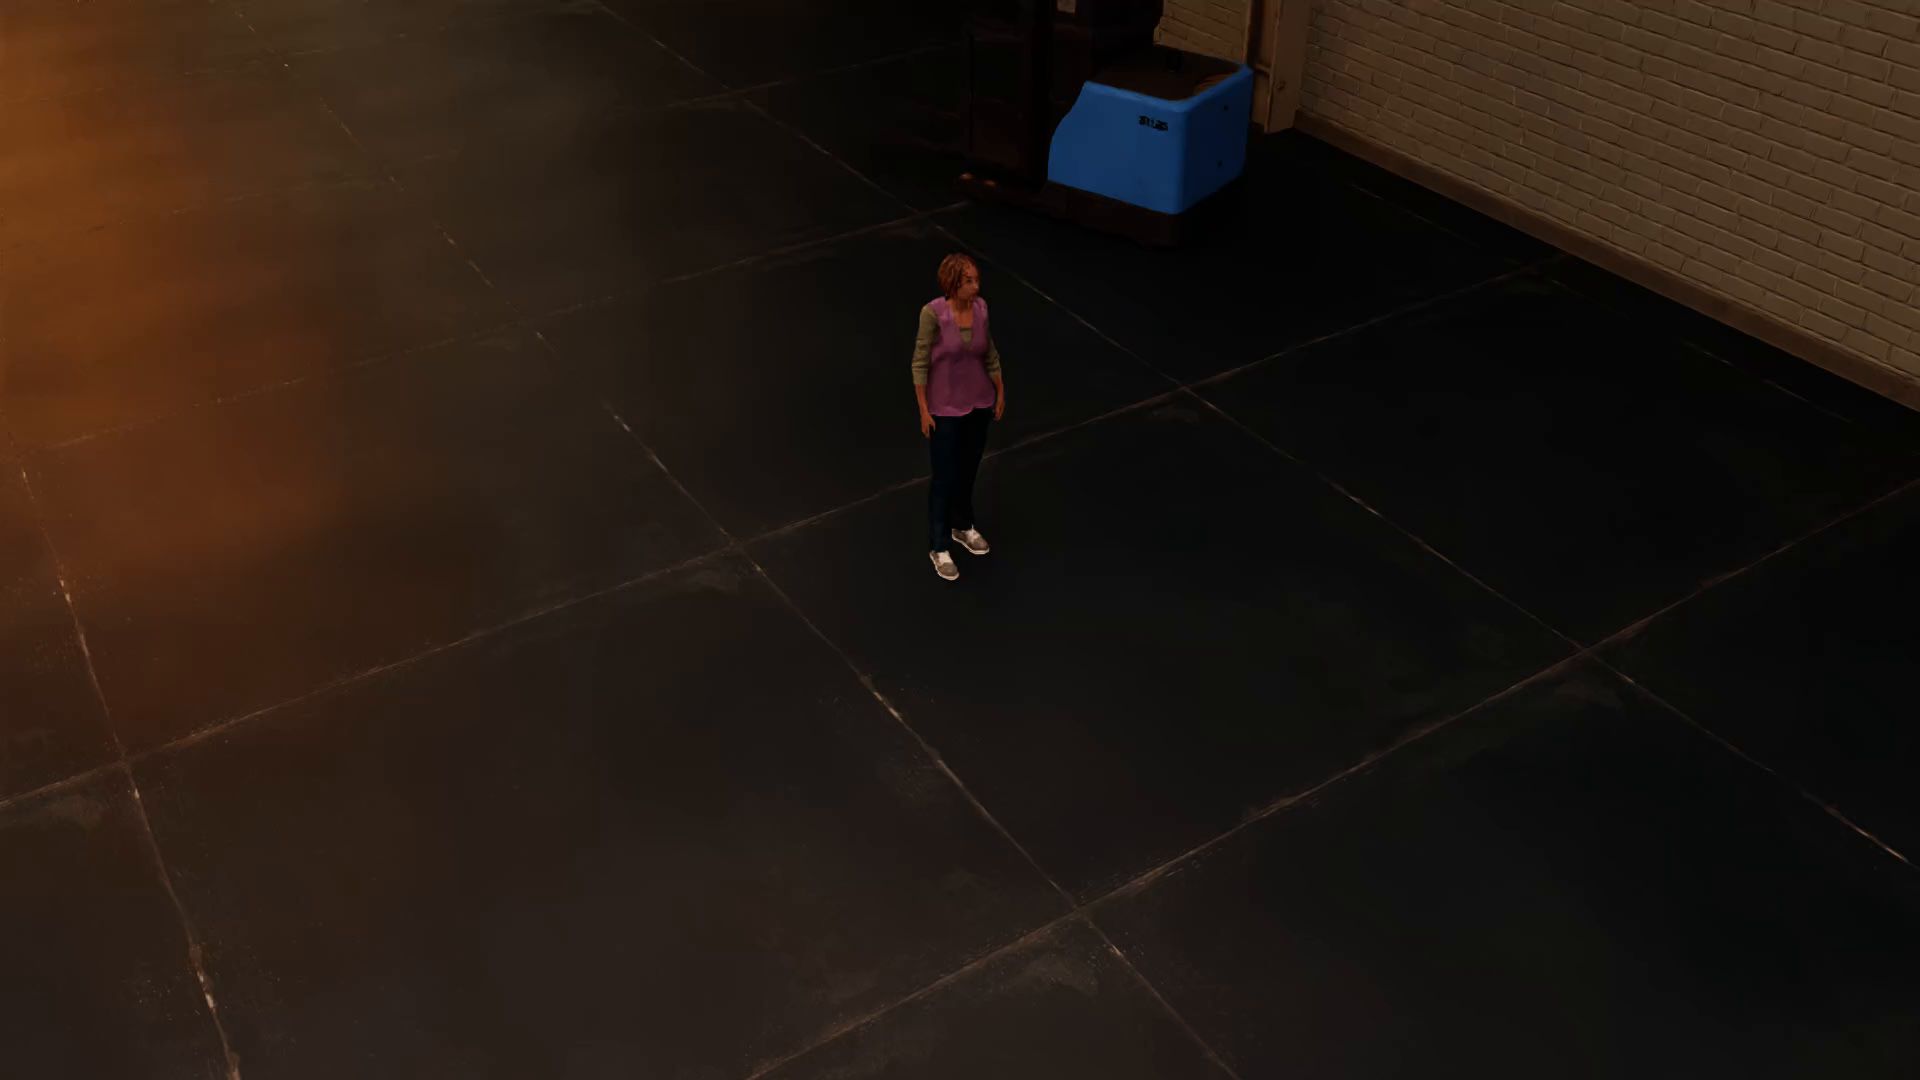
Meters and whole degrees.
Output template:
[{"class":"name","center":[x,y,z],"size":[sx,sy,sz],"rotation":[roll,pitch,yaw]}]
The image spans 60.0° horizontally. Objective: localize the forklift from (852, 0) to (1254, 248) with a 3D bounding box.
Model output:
[{"class":"forklift","center":[0.566,-3.893,11.688],"size":[3.031,2.935,1.130],"rotation":[23,41,29]}]

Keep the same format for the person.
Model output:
[{"class":"person","center":[0.029,-0.619,8.177],"size":[0.520,1.597,0.474],"rotation":[-21,40,-27]}]
